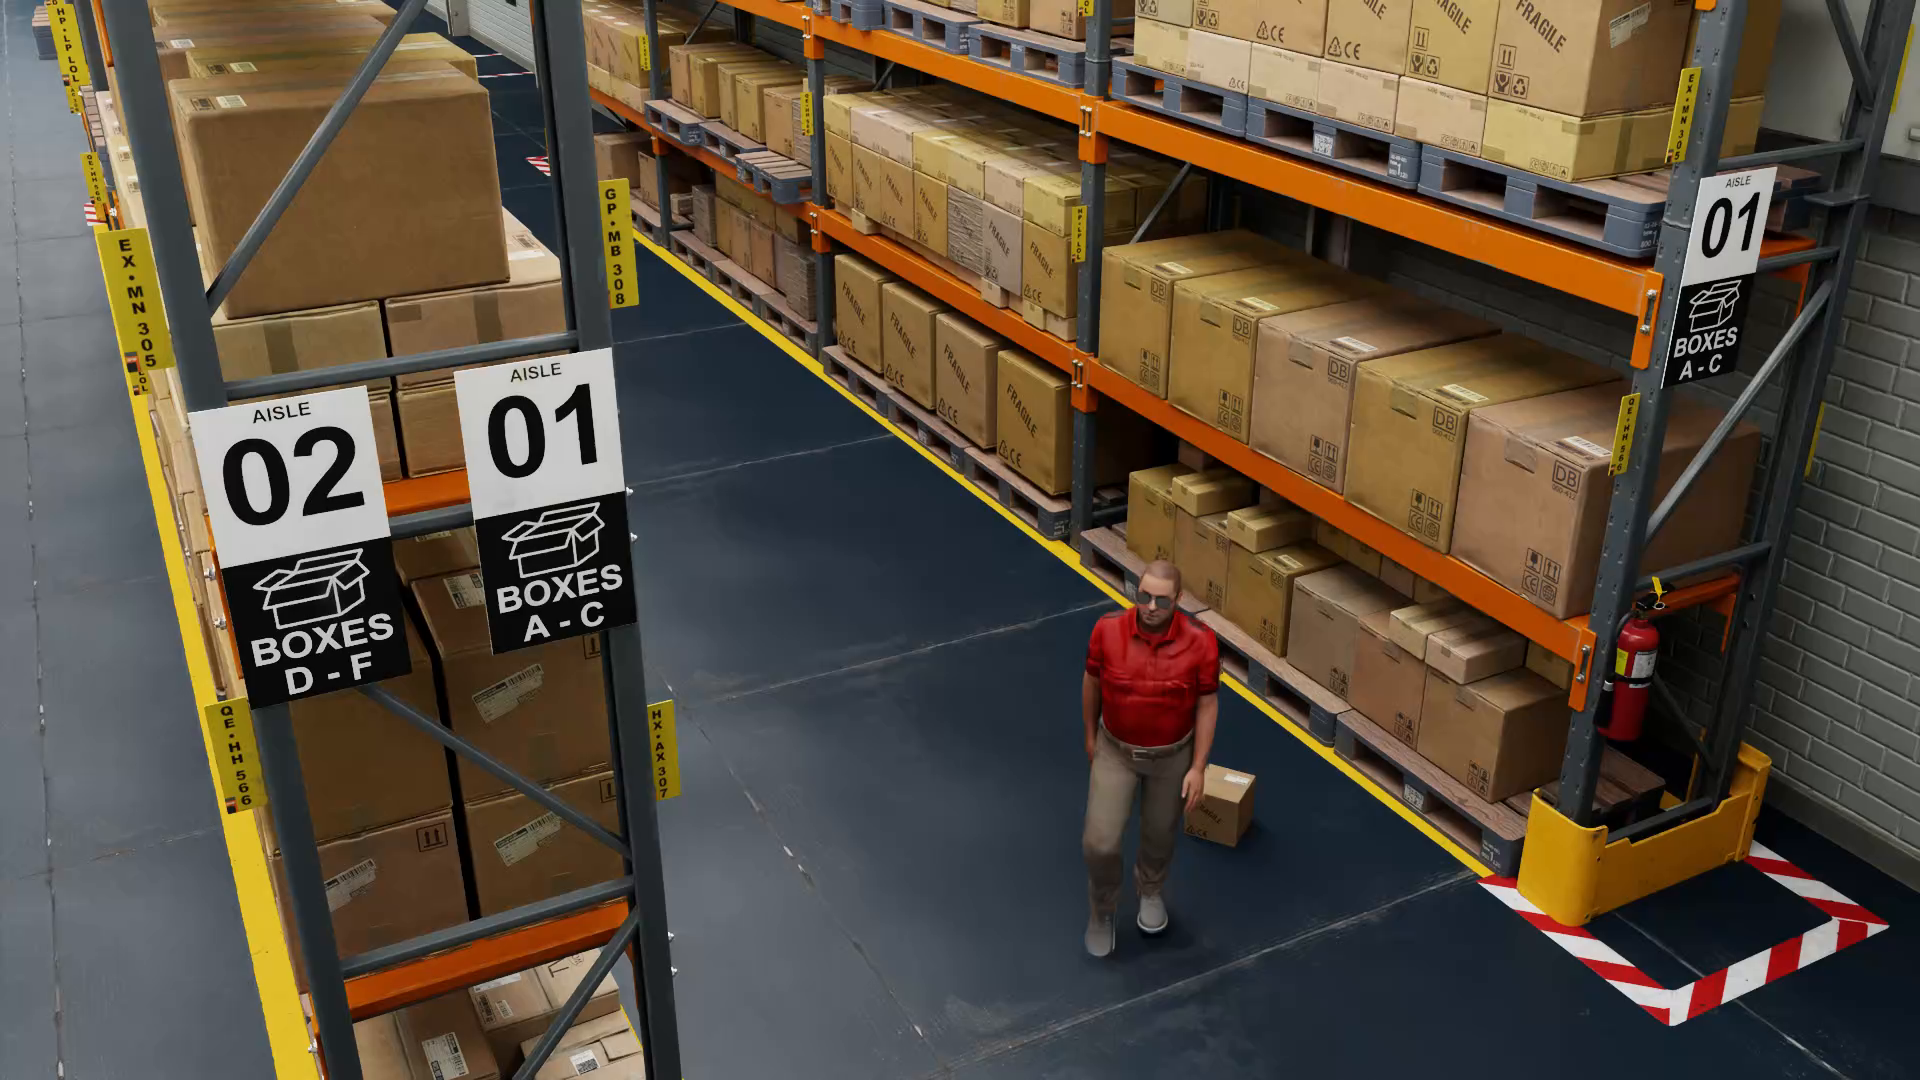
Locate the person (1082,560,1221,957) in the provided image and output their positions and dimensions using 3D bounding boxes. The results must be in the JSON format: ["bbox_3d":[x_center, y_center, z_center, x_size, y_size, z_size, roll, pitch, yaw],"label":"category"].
[{"bbox_3d":[0.753,0.908,6.747,0.543,1.794,0.506,3,26,7],"label":"person"}]
